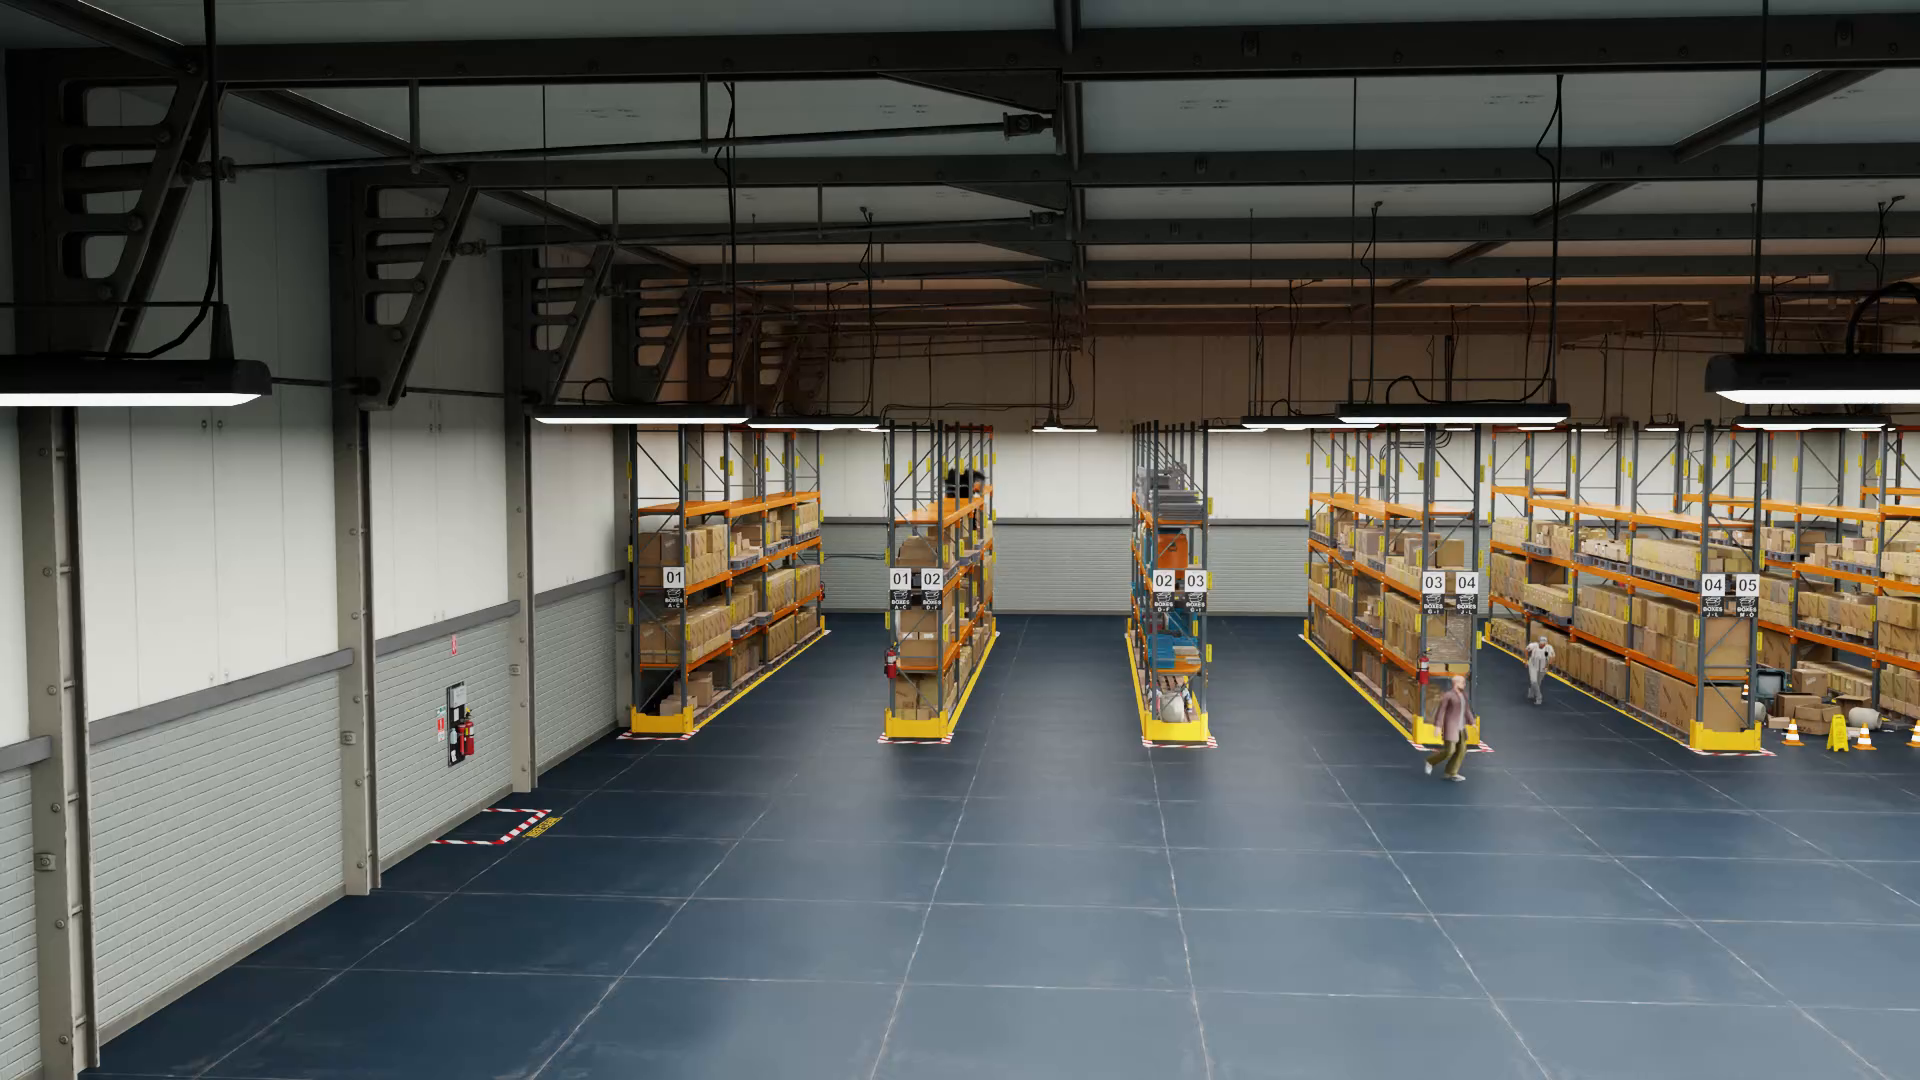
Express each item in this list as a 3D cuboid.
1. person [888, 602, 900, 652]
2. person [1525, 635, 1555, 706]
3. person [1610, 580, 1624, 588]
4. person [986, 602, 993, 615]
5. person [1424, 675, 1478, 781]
[{"bbox_3d":[-1.555,2.098,43.779,0.692,1.722,0.679,0,4,7],"label":"person"},{"bbox_3d":[12.351,2.736,35.485,0.600,1.501,1.097,1,4,10],"label":"person"},{"bbox_3d":[19.171,1.778,48.555,0.933,1.708,0.664,-1,4,-15],"label":"person"},{"bbox_3d":[0.716,1.788,49.133,0.551,1.714,0.848,-3,4,-35],"label":"person"},{"bbox_3d":[8.110,3.099,27.567,0.753,1.751,0.717,-3,4,-36],"label":"person"}]
